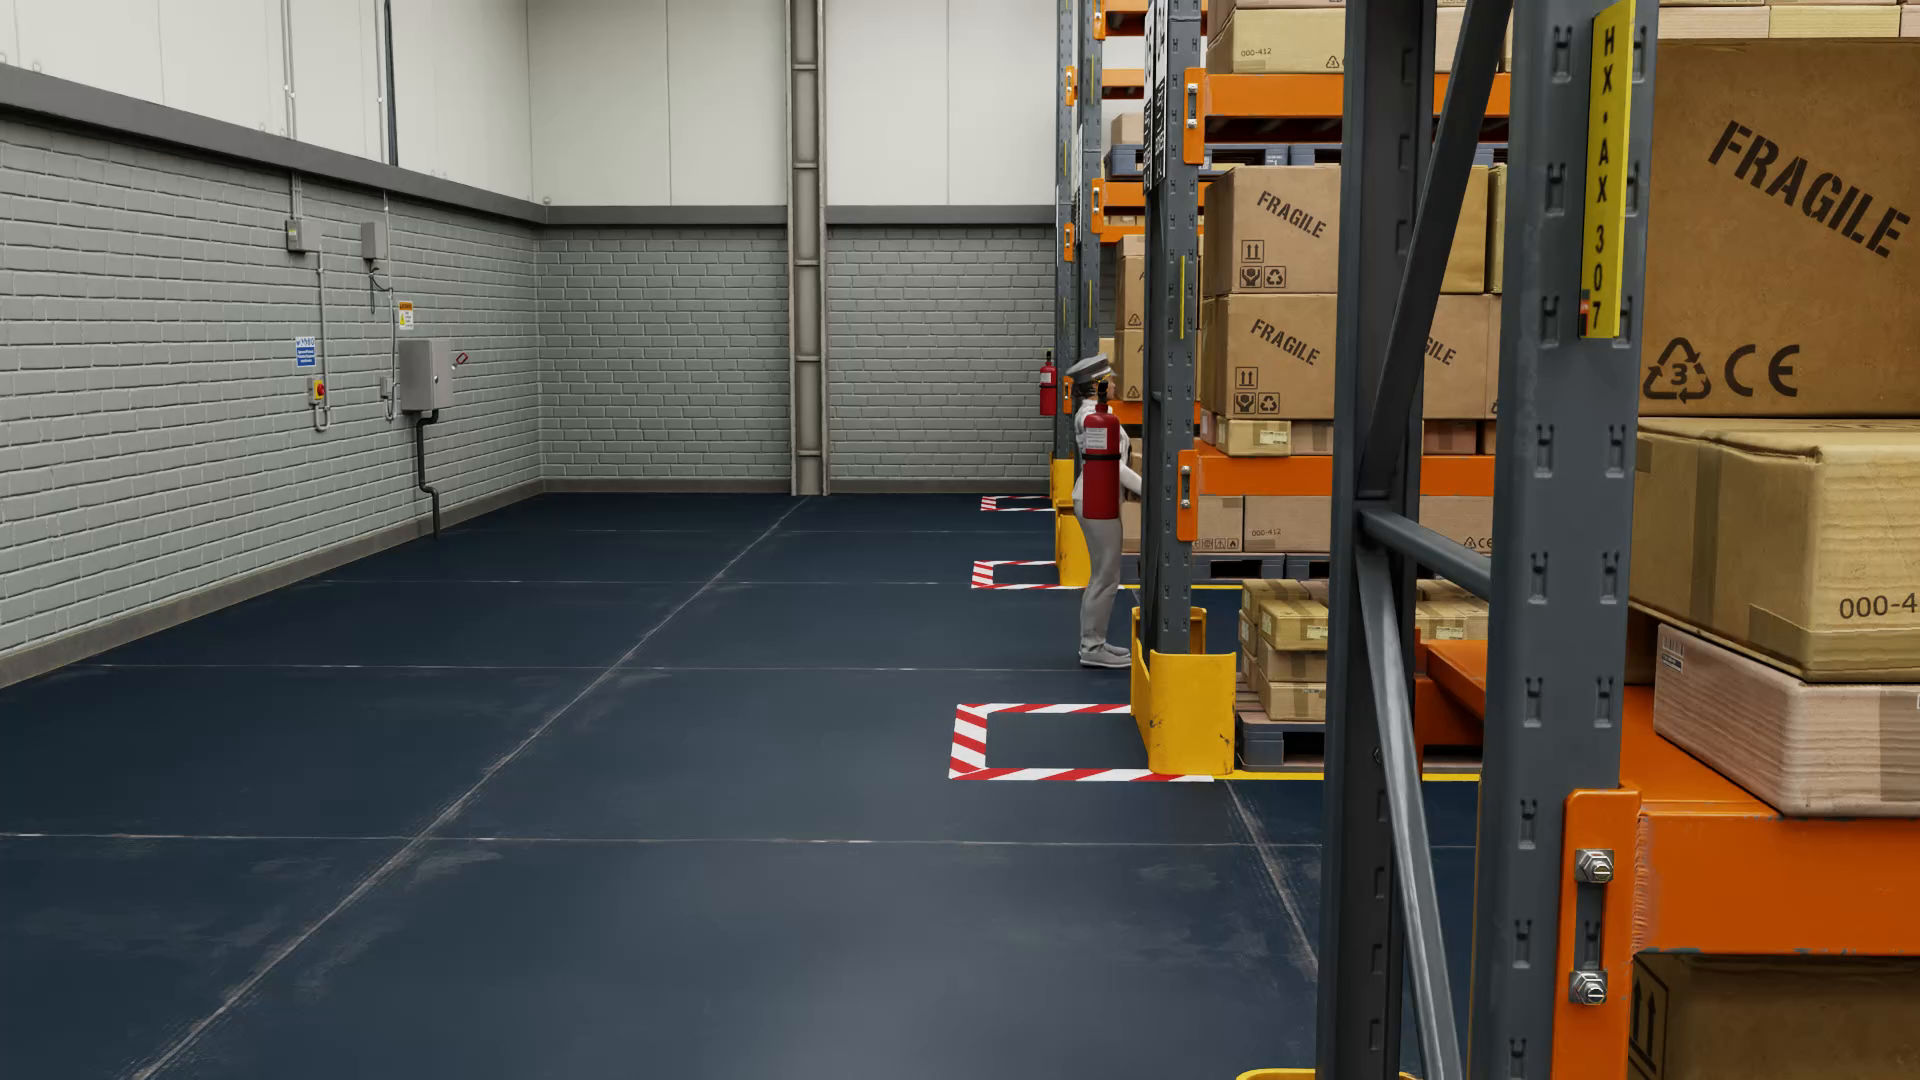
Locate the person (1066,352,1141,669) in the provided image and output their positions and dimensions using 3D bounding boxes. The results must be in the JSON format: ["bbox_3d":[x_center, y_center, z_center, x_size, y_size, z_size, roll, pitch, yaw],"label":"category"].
[{"bbox_3d":[0.836,-0.165,8.976,0.540,1.689,0.460,0,7,2],"label":"person"}]
